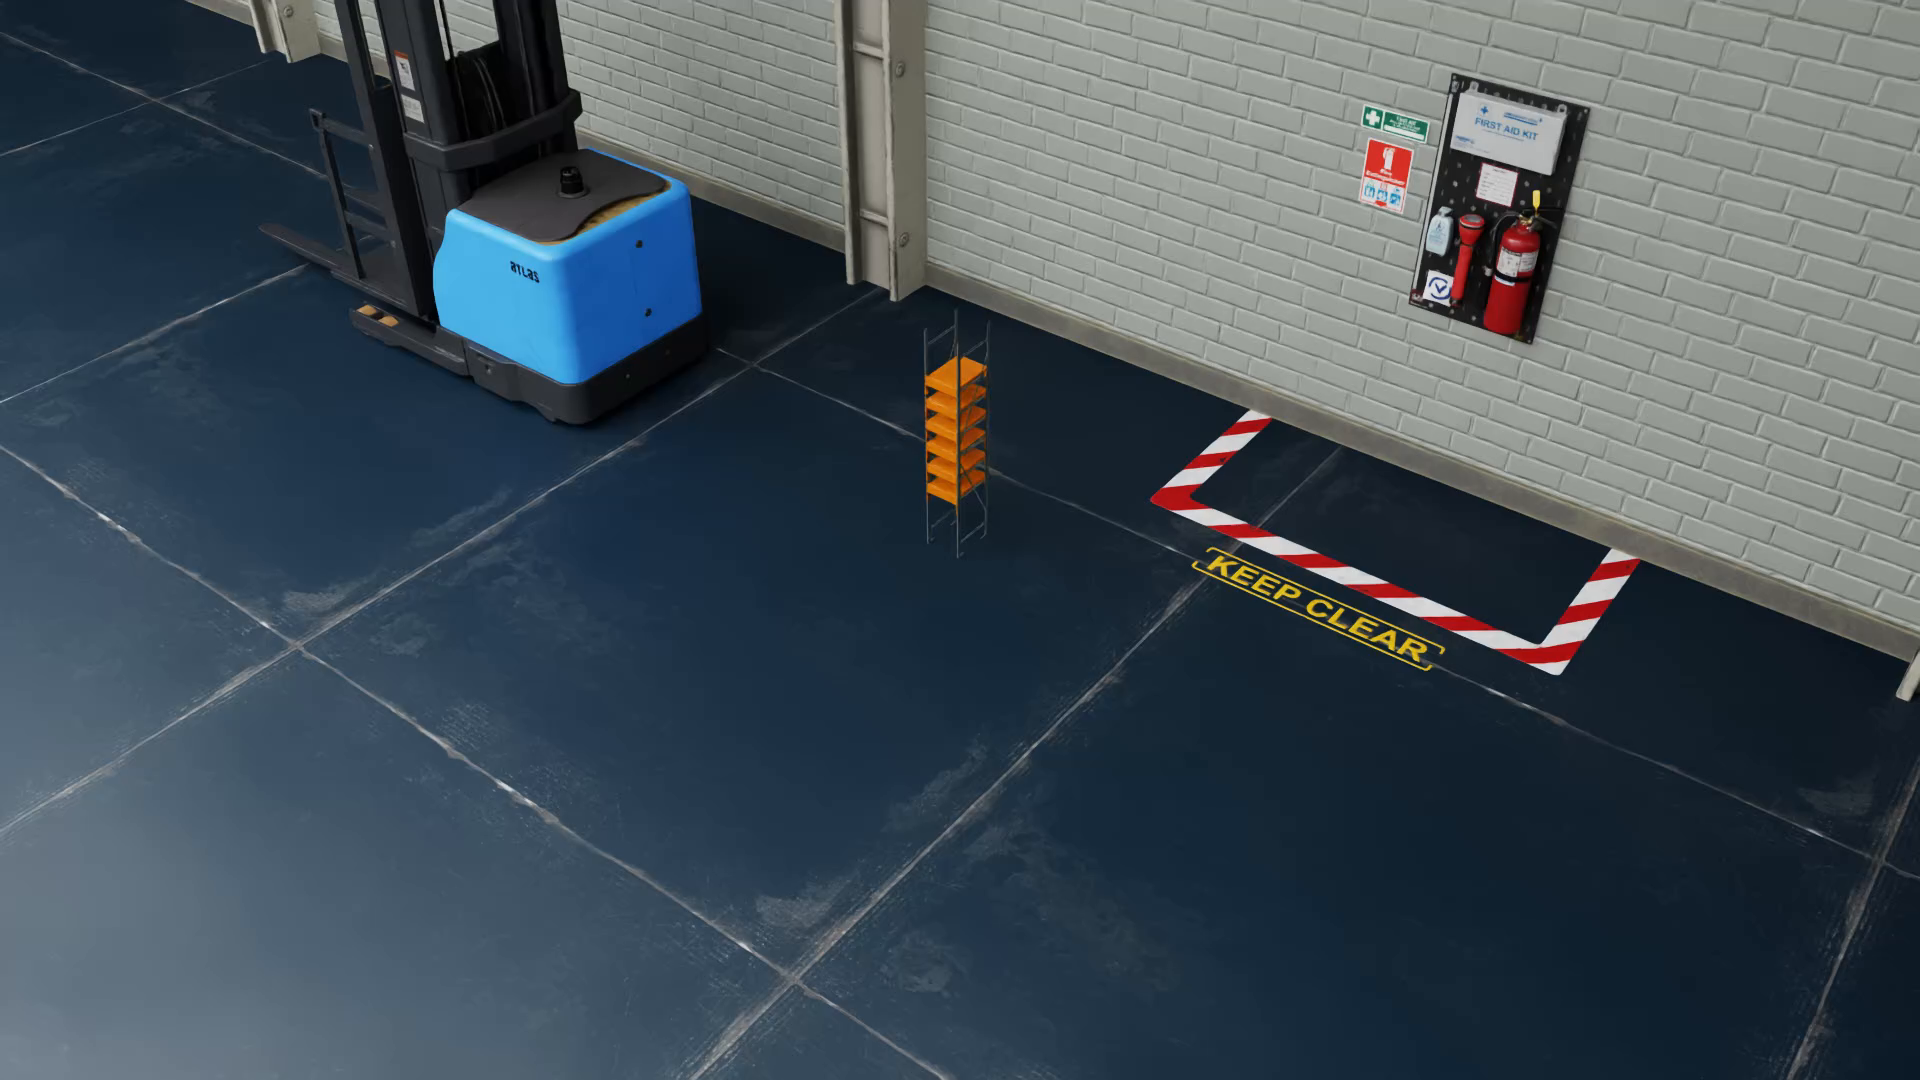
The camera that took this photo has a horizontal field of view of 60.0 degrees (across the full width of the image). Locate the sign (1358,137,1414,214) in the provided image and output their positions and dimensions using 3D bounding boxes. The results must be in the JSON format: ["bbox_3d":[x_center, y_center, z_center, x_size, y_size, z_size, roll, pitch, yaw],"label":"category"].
[{"bbox_3d":[2.007,-1.718,7.842,0.234,0.329,0.001,25,45,29],"label":"sign"}]

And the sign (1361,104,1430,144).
[{"bbox_3d":[2.006,-1.920,7.671,0.331,0.109,0.001,25,45,29],"label":"sign"}]

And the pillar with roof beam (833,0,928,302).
[{"bbox_3d":[-3.058,-3.003,4.647,0.400,9.000,9.100,25,45,29],"label":"pillar with roof beam"}]

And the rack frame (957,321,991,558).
[{"bbox_3d":[0.061,-0.444,7.704,0.006,1.200,0.240,25,45,29],"label":"rack frame"}]

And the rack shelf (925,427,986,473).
[{"bbox_3d":[-0.012,-0.443,7.775,0.180,0.103,0.258,25,45,29],"label":"rack shelf"}]

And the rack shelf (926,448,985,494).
[{"bbox_3d":[-0.012,-0.348,7.849,0.180,0.103,0.258,25,45,29],"label":"rack shelf"}]

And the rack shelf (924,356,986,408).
[{"bbox_3d":[-0.012,-0.726,7.553,0.180,0.103,0.258,25,45,29],"label":"rack shelf"}]

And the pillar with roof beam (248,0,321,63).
[{"bbox_3d":[-7.823,-5.250,7.517,0.400,9.000,9.100,25,45,29],"label":"pillar with roof beam"}]

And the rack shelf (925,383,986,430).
[{"bbox_3d":[-0.012,-0.632,7.627,0.180,0.103,0.258,25,45,29],"label":"rack shelf"}]

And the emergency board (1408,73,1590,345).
[{"bbox_3d":[2.384,-1.446,7.524,0.643,1.169,0.194,25,45,29],"label":"emergency board"}]

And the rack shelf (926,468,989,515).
[{"bbox_3d":[-0.011,-0.254,7.923,0.180,0.103,0.258,25,45,29],"label":"rack shelf"}]

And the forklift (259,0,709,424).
[{"bbox_3d":[-2.897,-2.503,8.930,3.031,2.935,1.130,25,44,28],"label":"forklift"}]

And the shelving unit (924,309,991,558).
[{"bbox_3d":[-0.012,-0.478,7.748,0.189,1.200,0.258,25,45,29],"label":"shelving unit"}]

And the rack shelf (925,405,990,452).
[{"bbox_3d":[-0.012,-0.537,7.701,0.180,0.103,0.258,25,45,29],"label":"rack shelf"}]

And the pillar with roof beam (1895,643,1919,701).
[{"bbox_3d":[1.708,-0.756,1.777,0.400,9.000,9.100,25,45,29],"label":"pillar with roof beam"}]

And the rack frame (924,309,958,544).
[{"bbox_3d":[-0.084,-0.512,7.792,0.006,1.200,0.240,25,45,29],"label":"rack frame"}]

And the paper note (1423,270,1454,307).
[{"bbox_3d":[2.285,-1.199,7.924,0.142,0.148,0.016,25,45,29],"label":"paper note"}]
